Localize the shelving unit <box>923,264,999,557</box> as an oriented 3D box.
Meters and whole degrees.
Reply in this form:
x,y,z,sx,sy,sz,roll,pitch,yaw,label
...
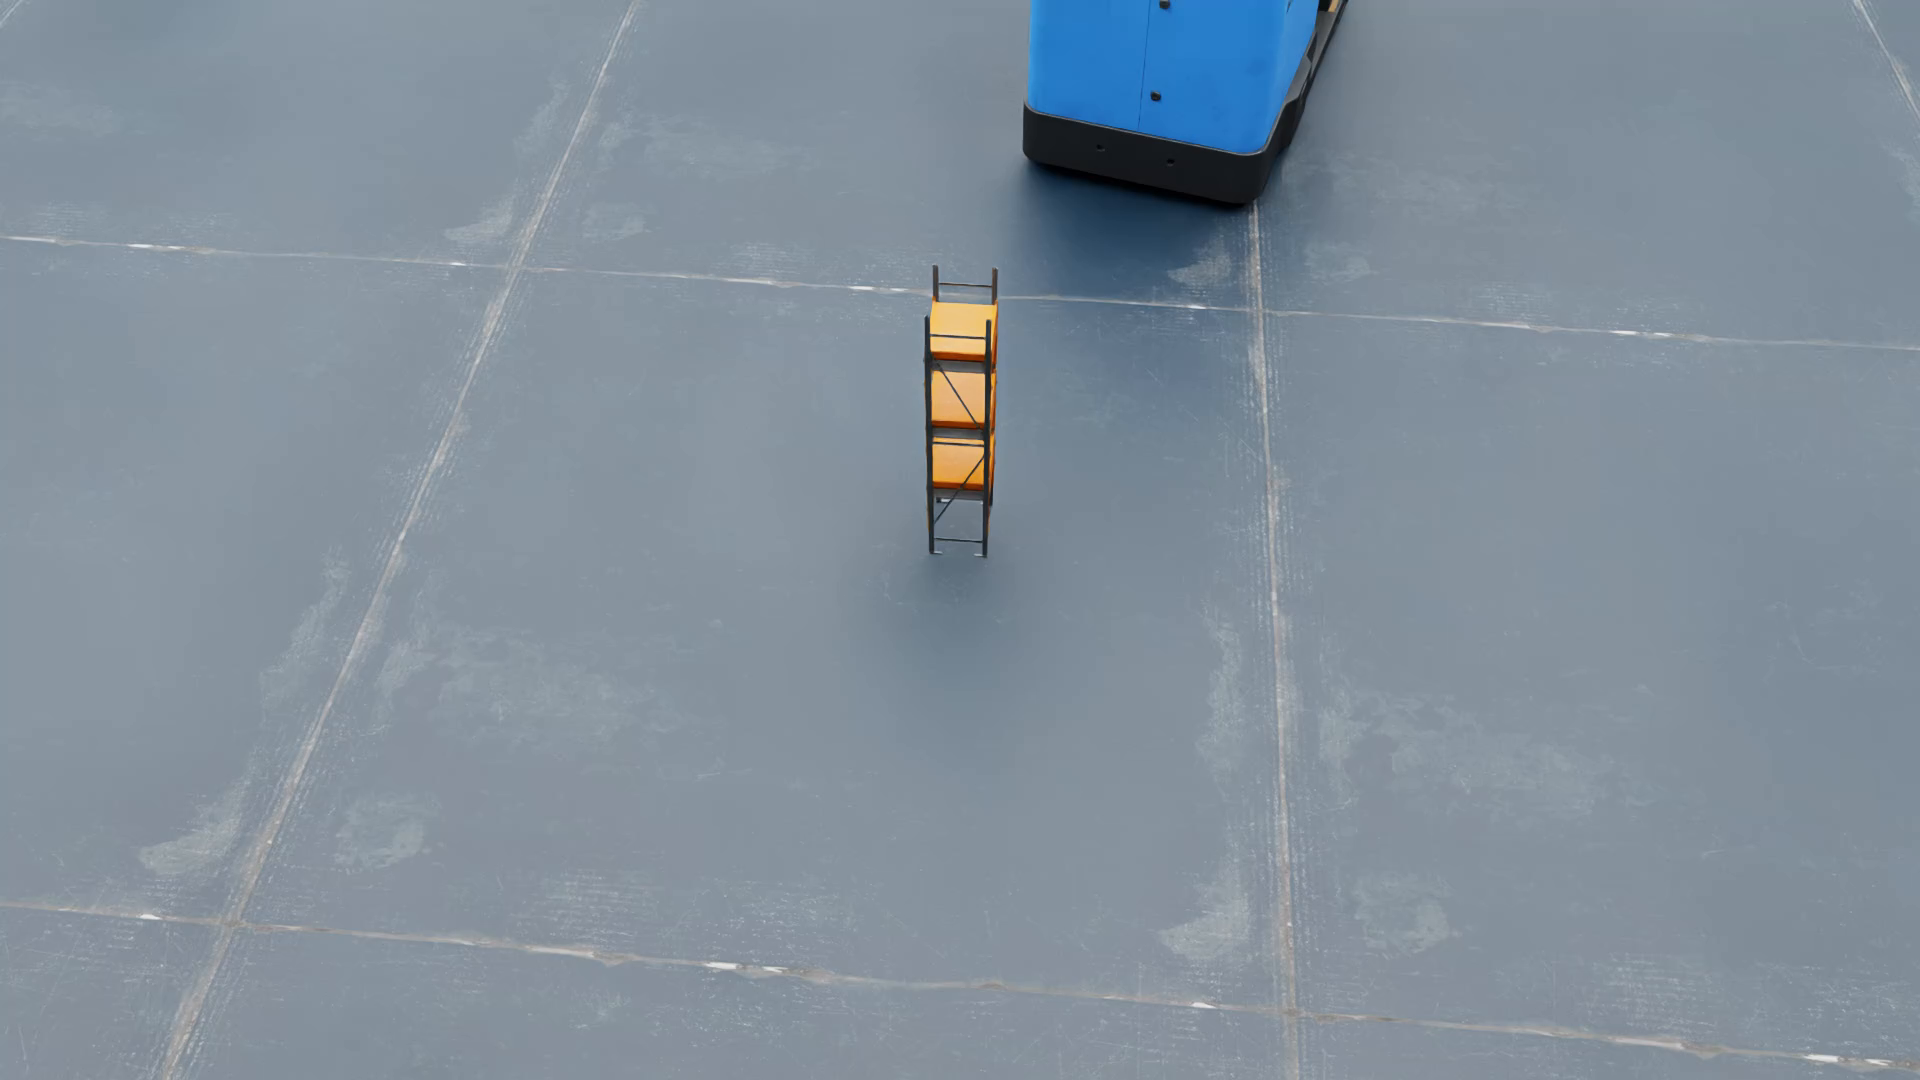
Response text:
x,y,z,sx,sy,sz,roll,pitch,yaw,label
0.005,-0.394,5.399,0.215,1.050,0.252,4,48,4,shelving unit

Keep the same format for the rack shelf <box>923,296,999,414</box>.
x,y,z,sx,sy,sz,roll,pitch,yaw,label
0.005,-0.578,5.197,0.215,0.259,0.240,4,48,4,rack shelf

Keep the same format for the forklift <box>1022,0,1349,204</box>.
x,y,z,sx,sy,sz,roll,pitch,yaw,label
1.256,-3.503,6.967,1.130,2.935,3.031,15,49,14,forklift

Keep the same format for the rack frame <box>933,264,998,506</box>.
x,y,z,sx,sy,sz,roll,pitch,yaw,label
0.016,-0.483,5.481,0.200,1.050,0.008,4,48,4,rack frame

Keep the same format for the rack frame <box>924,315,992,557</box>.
x,y,z,sx,sy,sz,roll,pitch,yaw,label
-0.006,-0.304,5.317,0.200,1.050,0.008,4,48,4,rack frame

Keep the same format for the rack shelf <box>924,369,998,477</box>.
x,y,z,sx,sy,sz,roll,pitch,yaw,label
0.005,-0.386,5.406,0.215,0.259,0.240,4,48,4,rack shelf

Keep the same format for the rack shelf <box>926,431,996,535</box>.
x,y,z,sx,sy,sz,roll,pitch,yaw,label
0.005,-0.199,5.611,0.215,0.259,0.240,4,48,4,rack shelf
